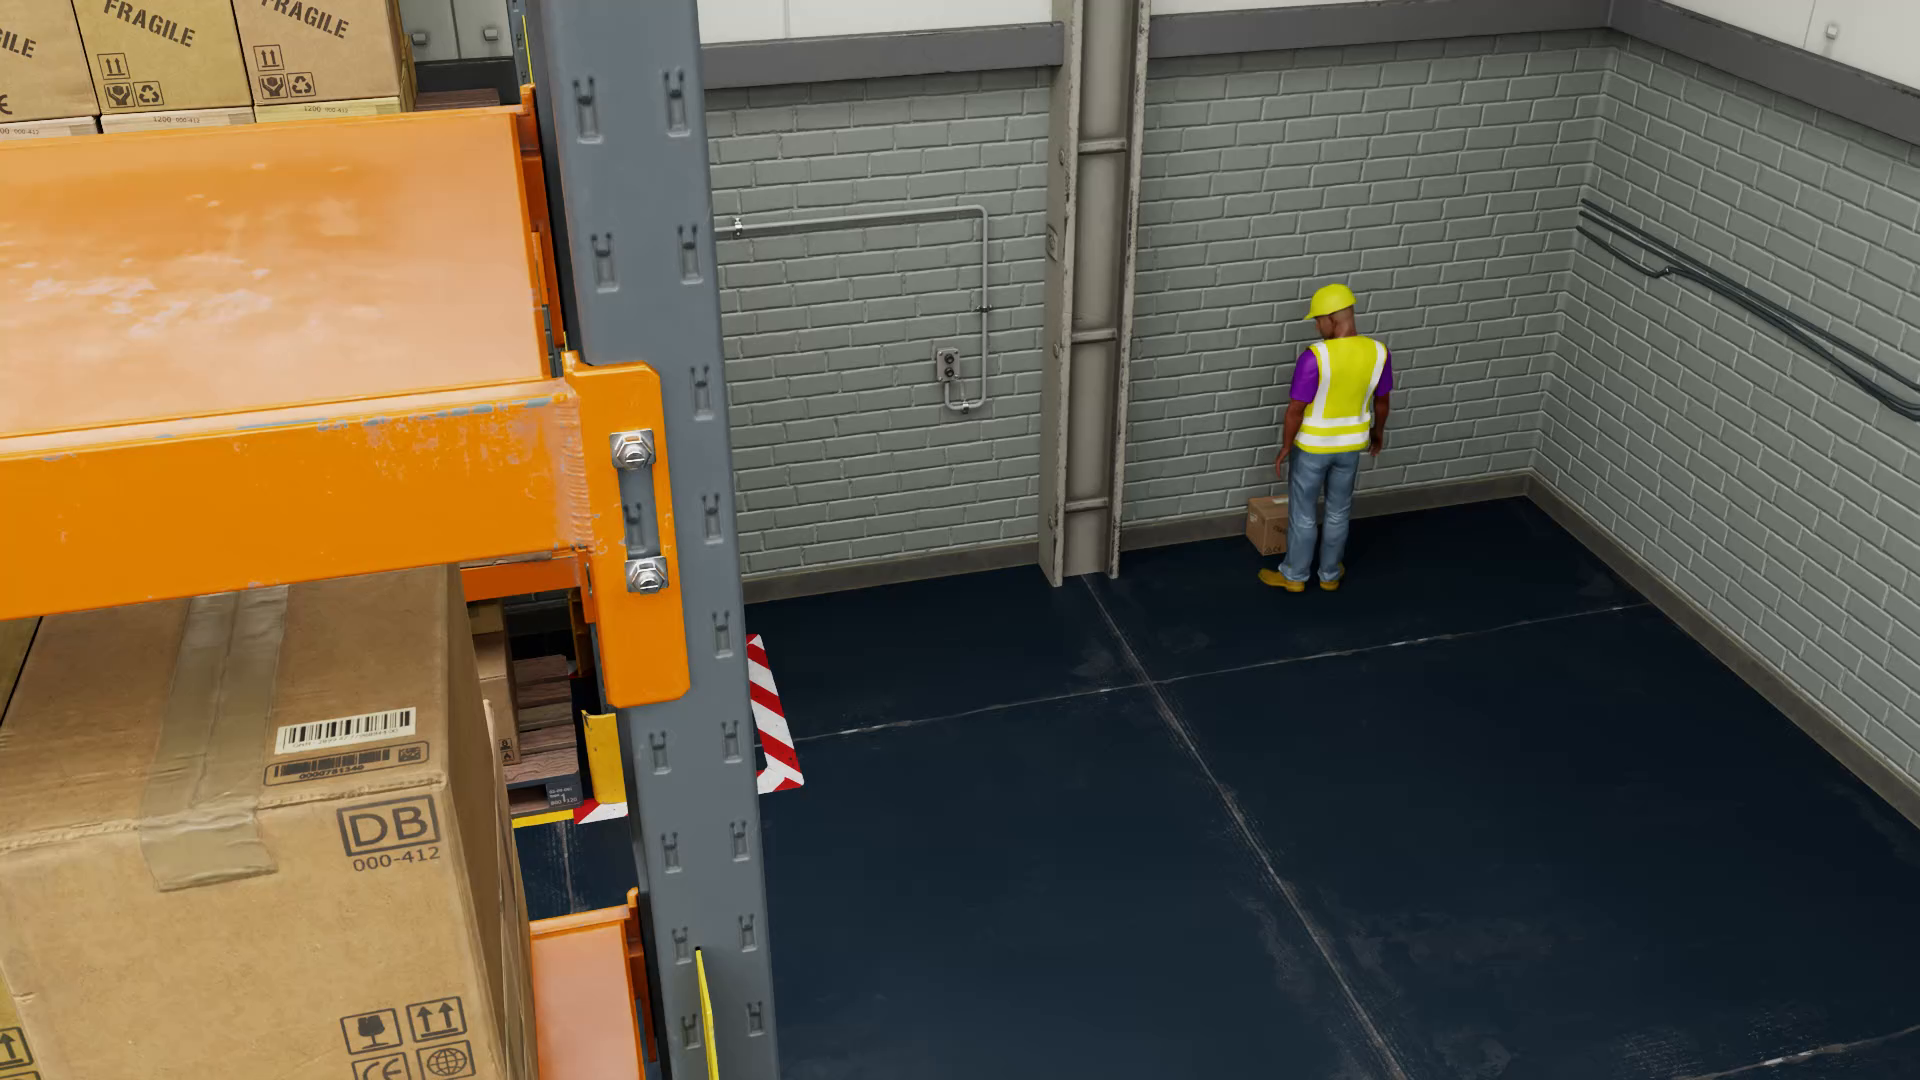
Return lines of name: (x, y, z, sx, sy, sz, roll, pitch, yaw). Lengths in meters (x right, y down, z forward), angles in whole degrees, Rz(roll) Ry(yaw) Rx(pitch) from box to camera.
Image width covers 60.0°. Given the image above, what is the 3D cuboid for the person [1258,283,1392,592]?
person: (2.005, -0.522, 9.001, 0.669, 1.782, 0.385, -6, 31, -10)
